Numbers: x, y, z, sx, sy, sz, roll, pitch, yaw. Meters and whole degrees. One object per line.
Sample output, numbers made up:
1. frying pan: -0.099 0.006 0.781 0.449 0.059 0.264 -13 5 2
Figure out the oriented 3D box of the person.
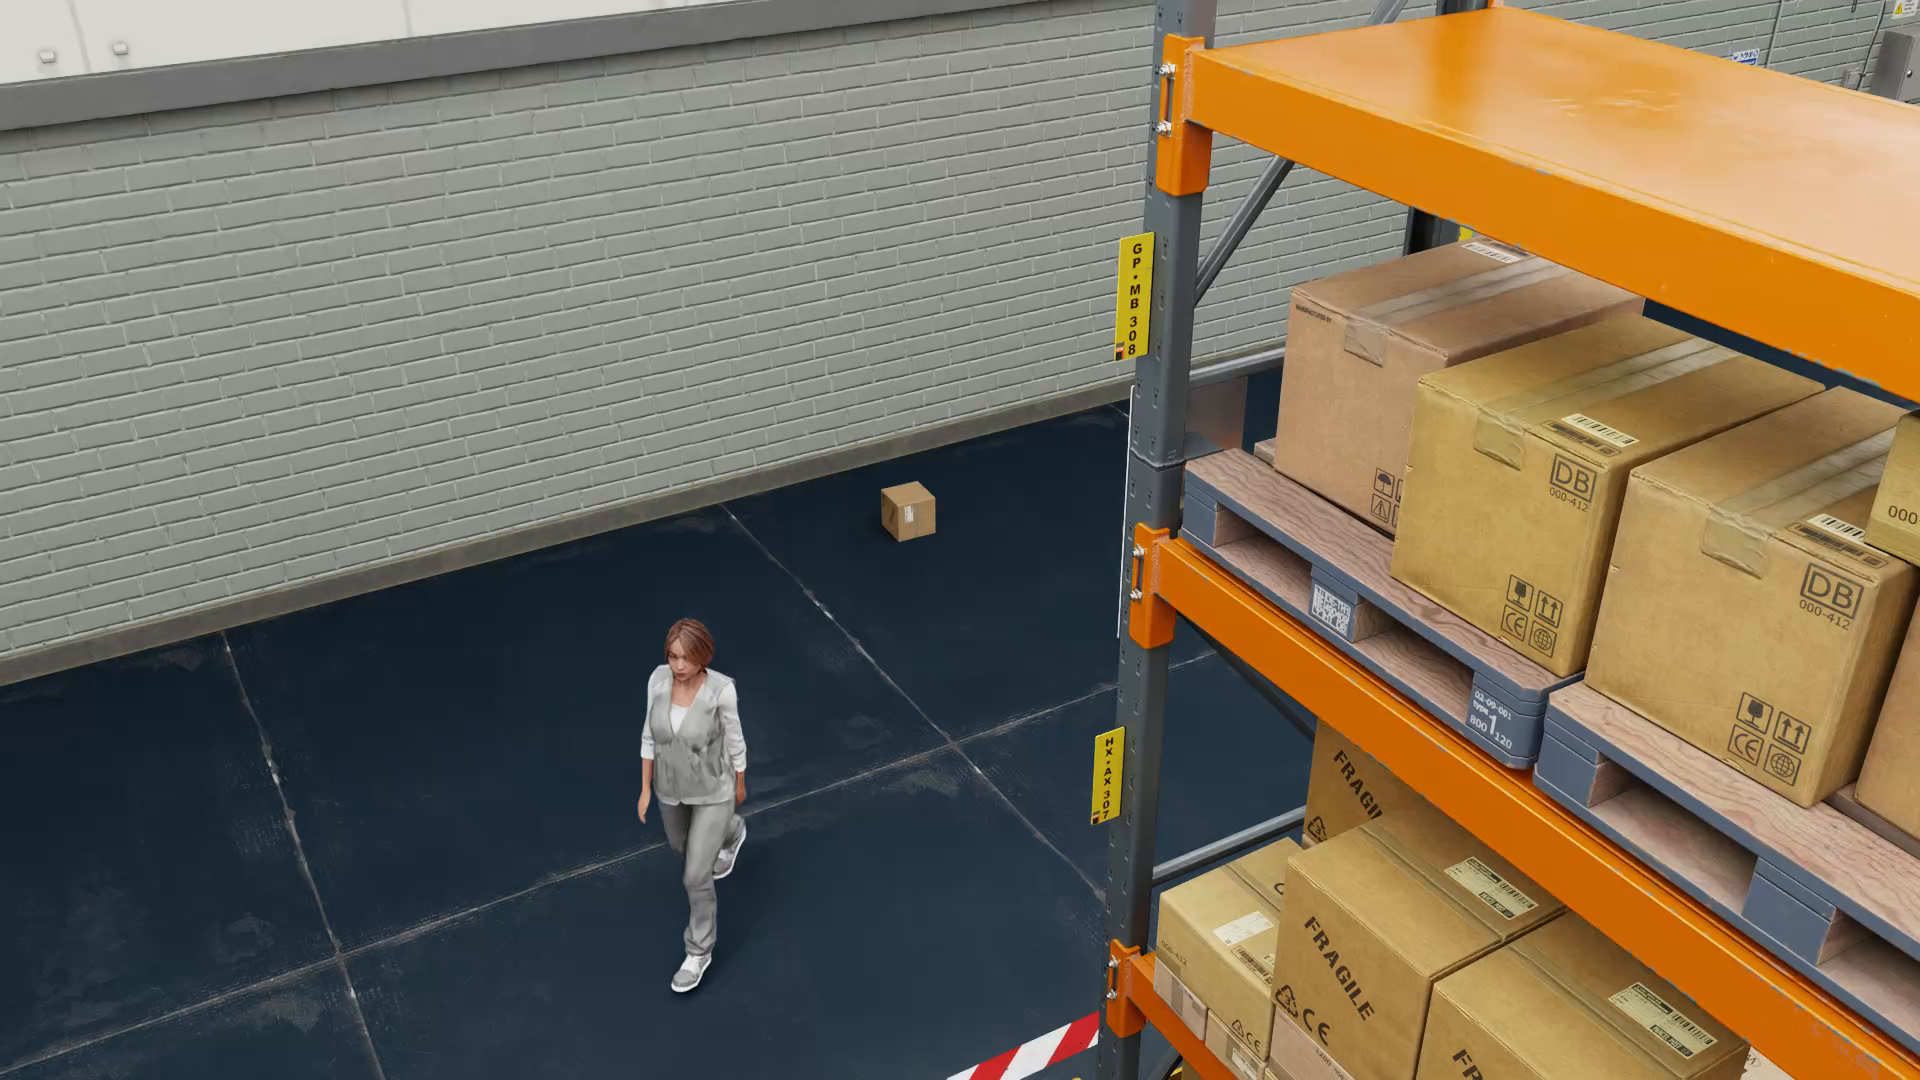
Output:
1. person: -1.082 0.737 6.597 0.407 0.936 0.320 10 31 17
